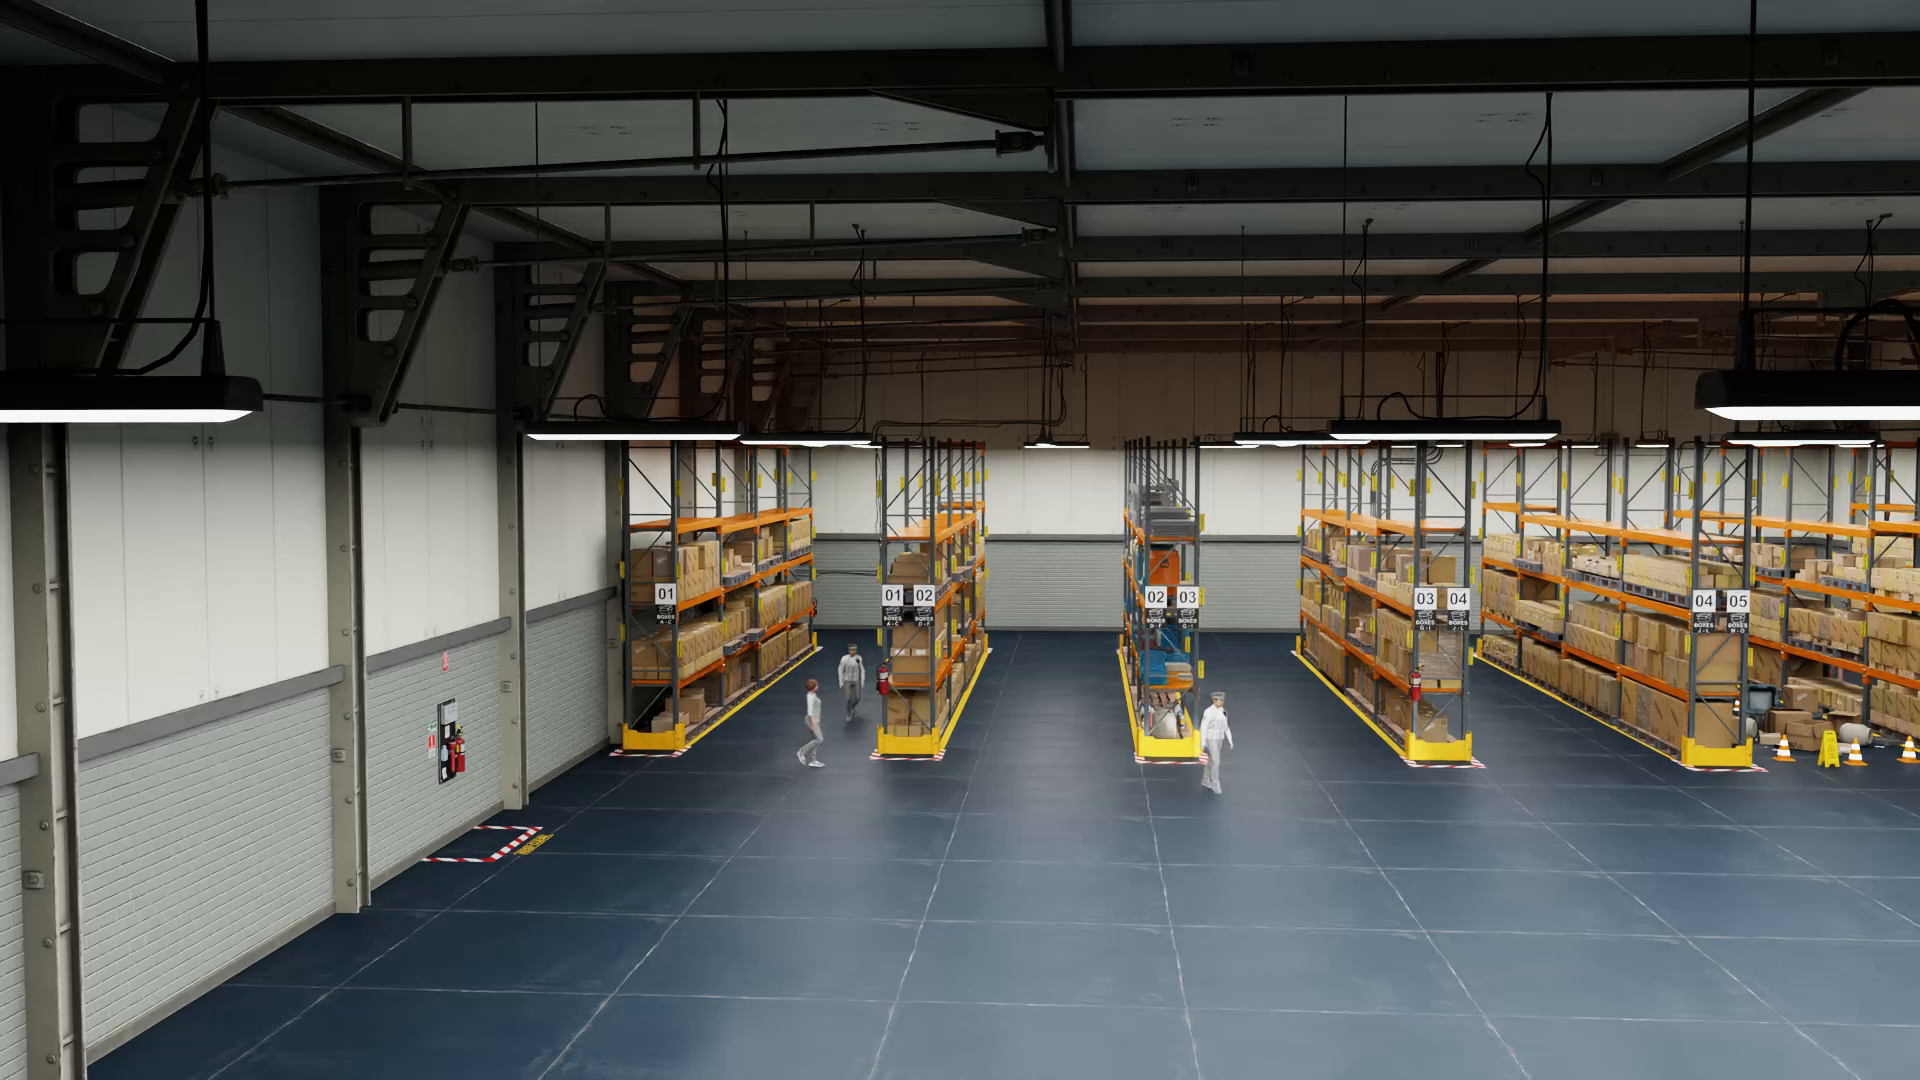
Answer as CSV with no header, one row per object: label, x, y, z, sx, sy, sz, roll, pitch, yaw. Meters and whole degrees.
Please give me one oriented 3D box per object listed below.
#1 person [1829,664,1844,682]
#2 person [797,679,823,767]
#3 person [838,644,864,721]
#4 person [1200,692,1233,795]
person,21.073,2.753,40.060,0.494,1.667,0.534,0,3,3
person,-2.702,3.300,30.024,0.471,1.596,0.428,0,3,-1
person,-2.335,3.009,35.500,0.552,1.655,0.577,-1,3,-16
person,4.300,3.419,28.038,0.513,1.728,0.614,-3,4,-45
